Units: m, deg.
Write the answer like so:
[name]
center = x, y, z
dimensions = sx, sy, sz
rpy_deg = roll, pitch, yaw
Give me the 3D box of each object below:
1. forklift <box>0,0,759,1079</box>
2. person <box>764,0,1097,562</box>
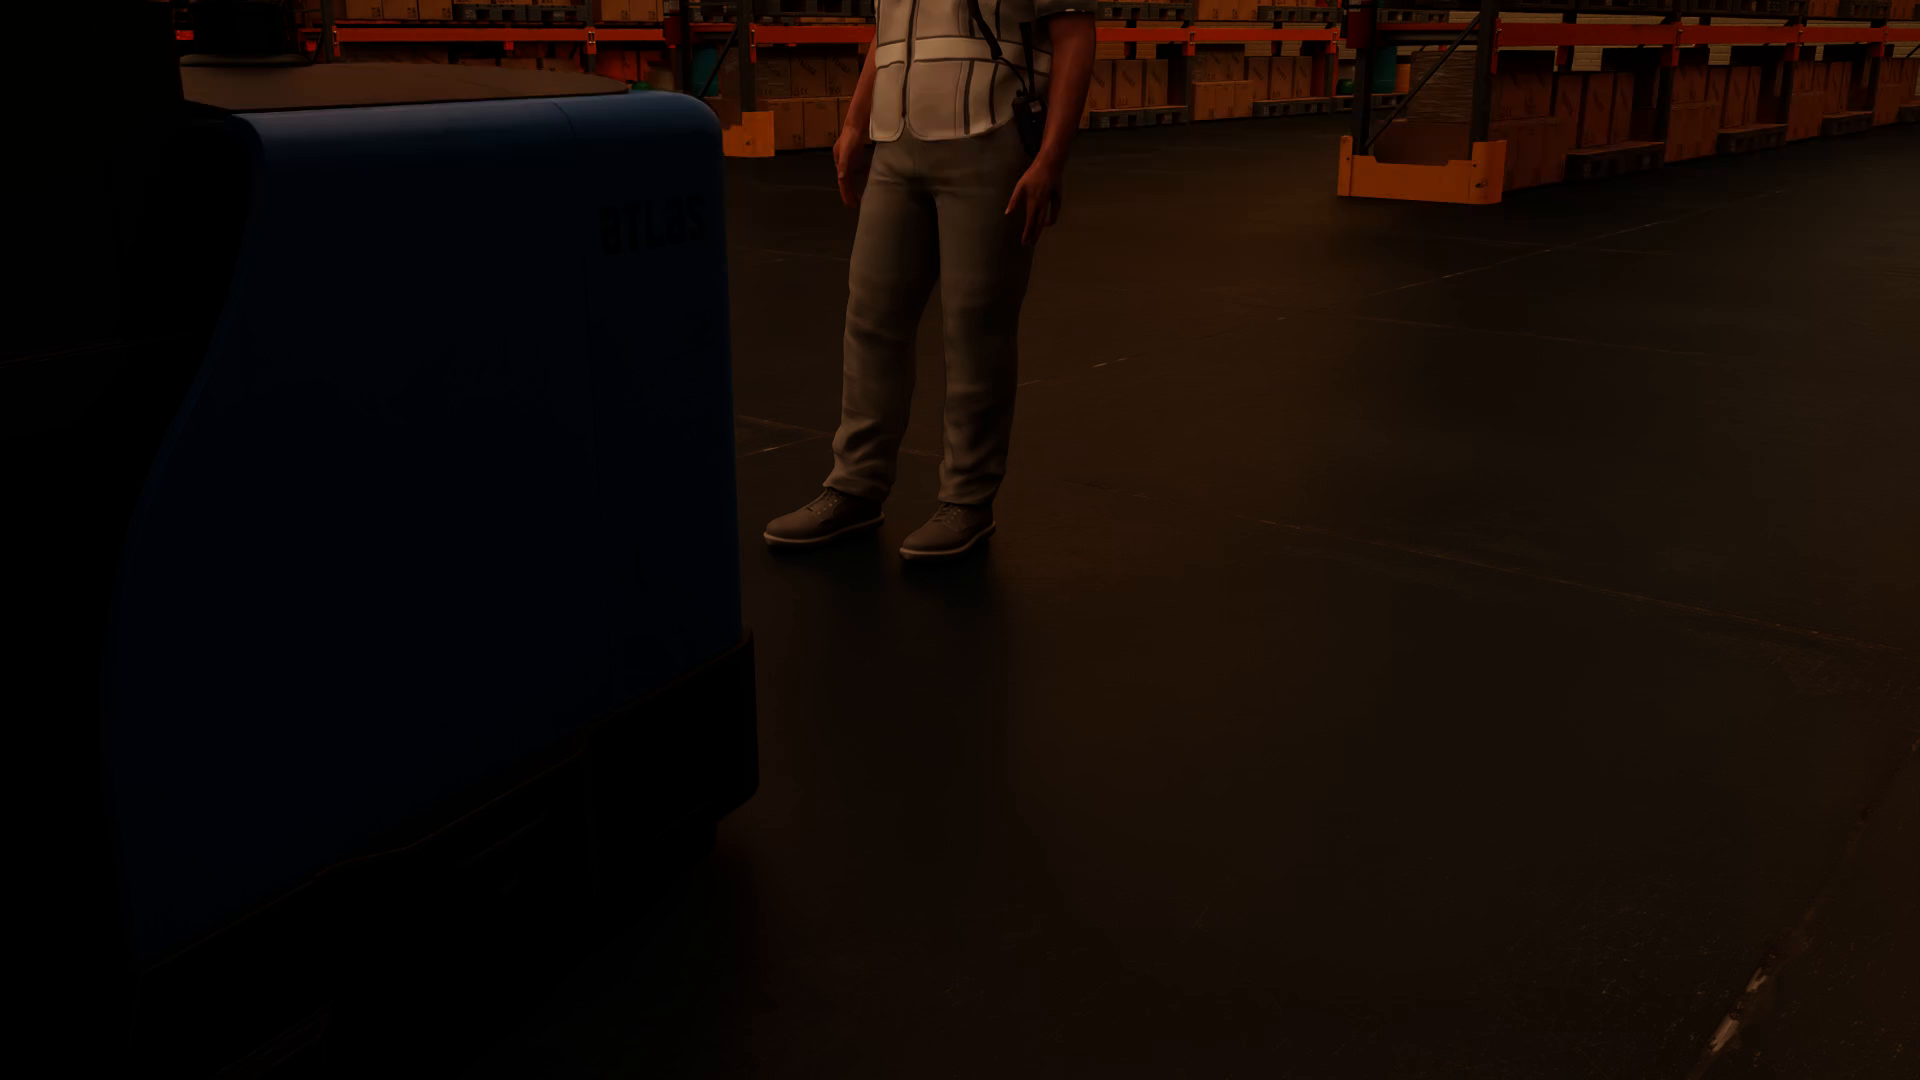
[forklift]
center = -1.434, -0.660, 1.071
dimensions = 1.130, 2.935, 3.031
rpy_deg = 9, 19, 26
[person]
center = -0.059, -0.843, 3.632
dimensions = 0.640, 1.779, 0.575
rpy_deg = 13, 21, 37
